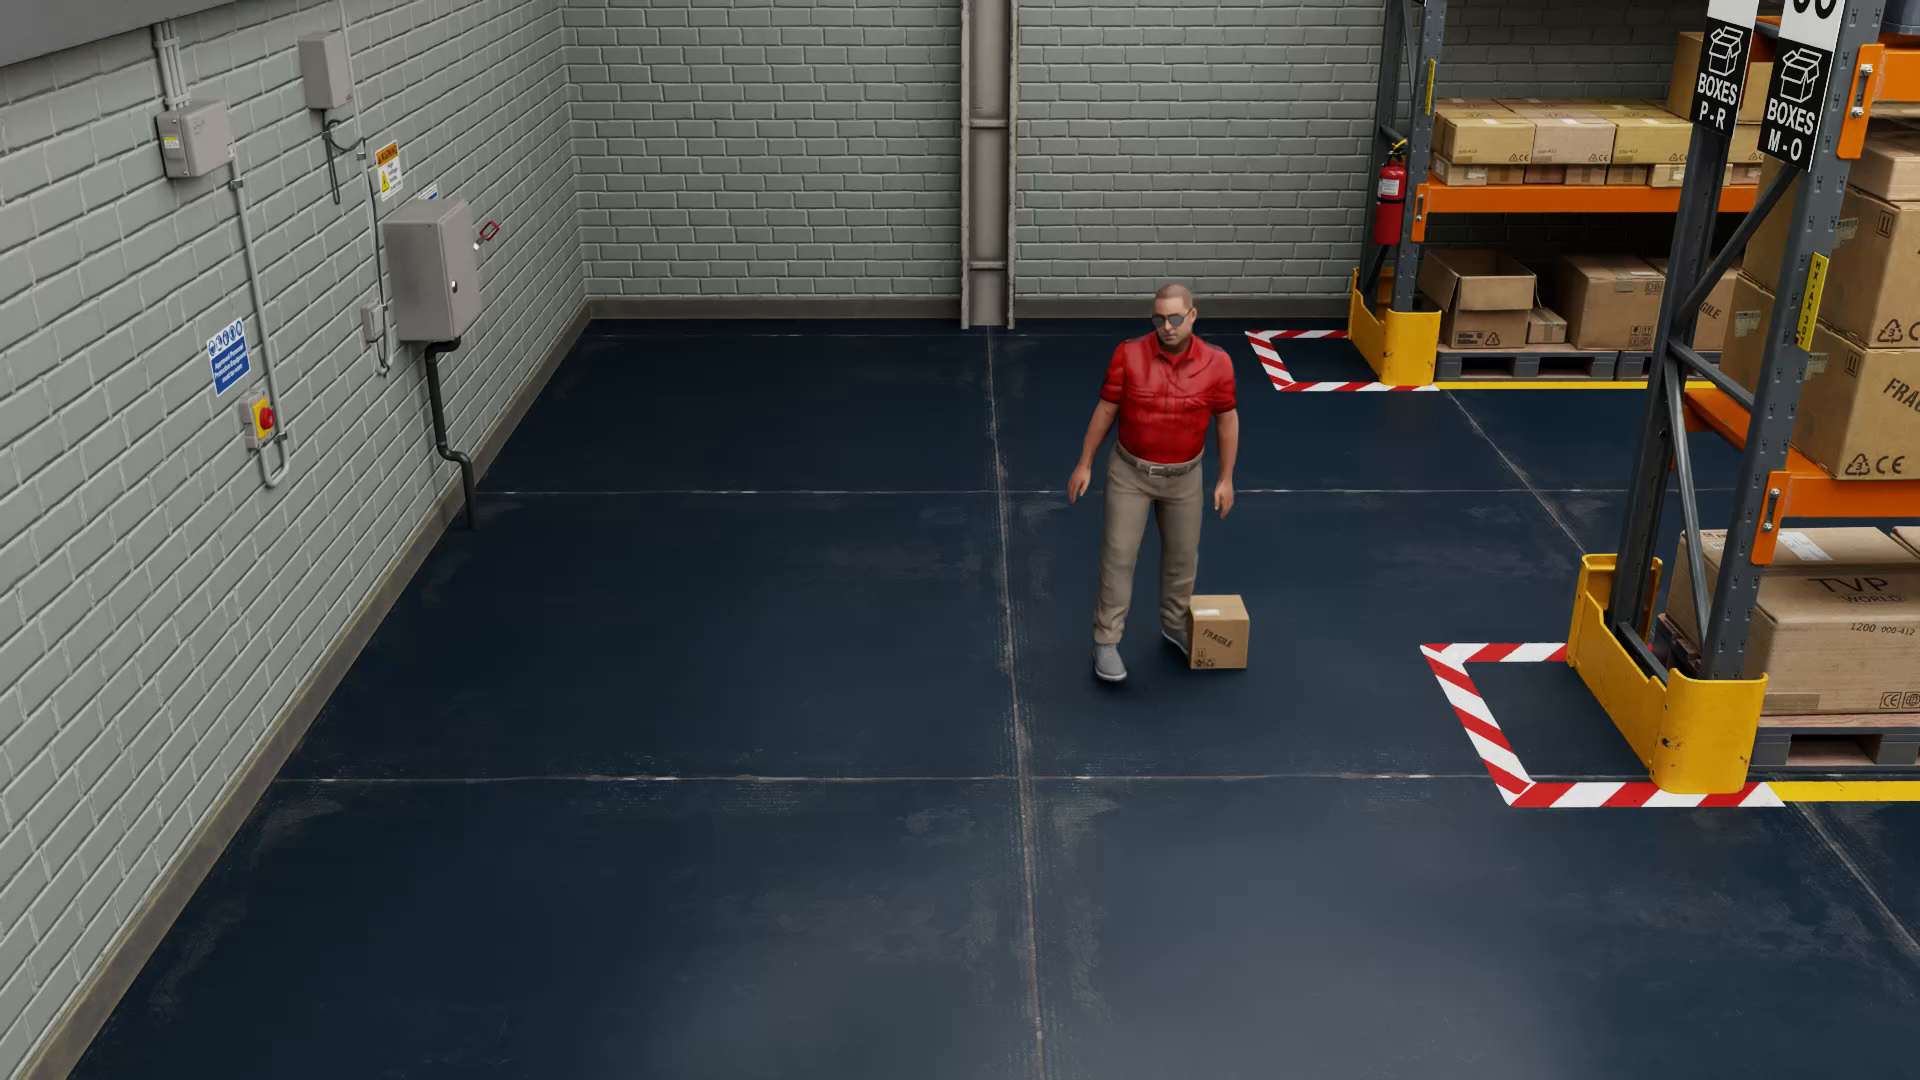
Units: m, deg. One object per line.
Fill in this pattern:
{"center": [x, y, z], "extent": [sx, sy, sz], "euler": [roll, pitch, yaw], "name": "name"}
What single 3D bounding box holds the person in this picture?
{"center": [0.826, -0.245, 7.115], "extent": [0.716, 1.728, 0.533], "euler": [0, 24, 0], "name": "person"}
